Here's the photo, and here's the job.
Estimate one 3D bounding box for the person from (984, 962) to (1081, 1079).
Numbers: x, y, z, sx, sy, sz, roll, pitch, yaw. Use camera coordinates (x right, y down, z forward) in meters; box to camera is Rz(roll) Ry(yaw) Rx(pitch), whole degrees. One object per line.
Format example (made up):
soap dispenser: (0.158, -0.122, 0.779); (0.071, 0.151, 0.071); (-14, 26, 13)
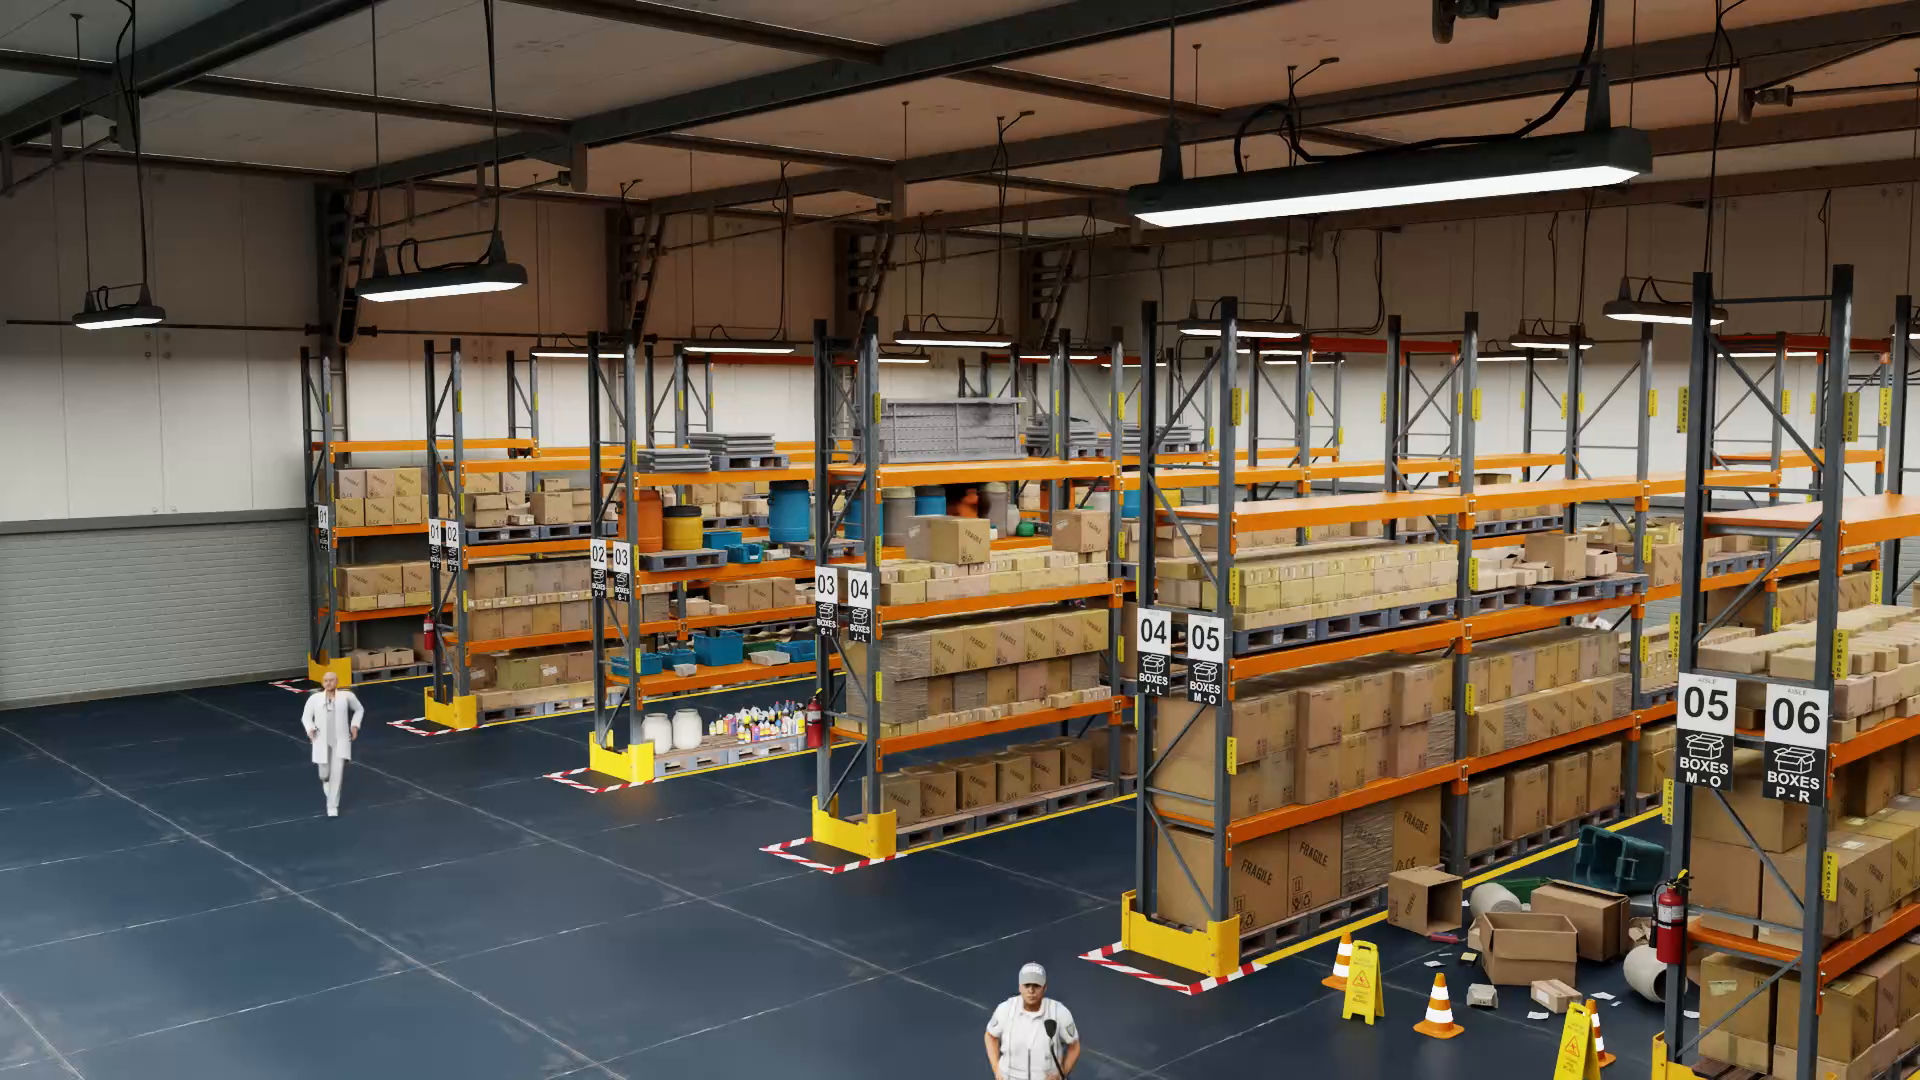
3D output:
person: (0.449, 3.446, 10.420); (0.615, 1.639, 0.657); (1, 5, 8)

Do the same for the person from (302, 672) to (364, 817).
person: (-7.754, 2.496, 20.577); (0.725, 1.742, 0.920); (-1, 5, -16)

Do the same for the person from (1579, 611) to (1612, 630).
person: (10.379, 1.901, 27.237); (0.863, 1.801, 0.707); (-5, 7, -43)
